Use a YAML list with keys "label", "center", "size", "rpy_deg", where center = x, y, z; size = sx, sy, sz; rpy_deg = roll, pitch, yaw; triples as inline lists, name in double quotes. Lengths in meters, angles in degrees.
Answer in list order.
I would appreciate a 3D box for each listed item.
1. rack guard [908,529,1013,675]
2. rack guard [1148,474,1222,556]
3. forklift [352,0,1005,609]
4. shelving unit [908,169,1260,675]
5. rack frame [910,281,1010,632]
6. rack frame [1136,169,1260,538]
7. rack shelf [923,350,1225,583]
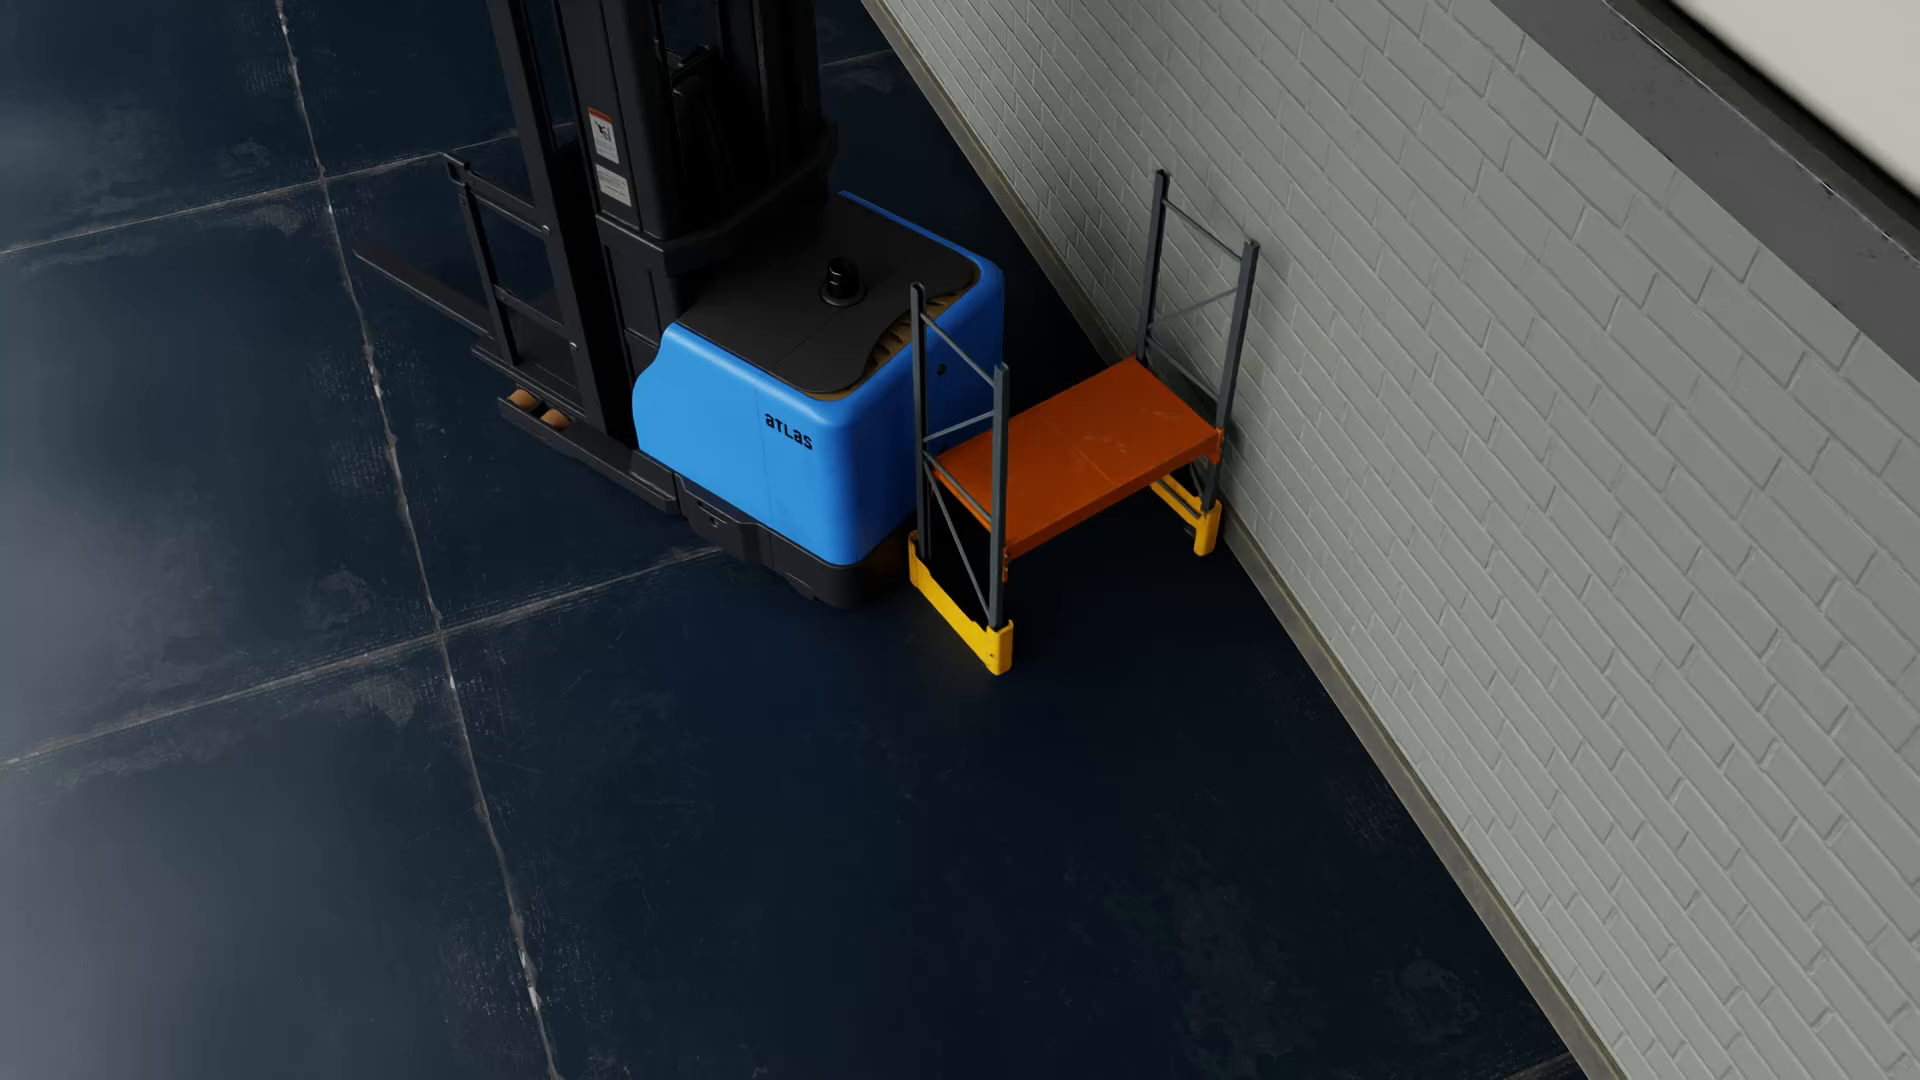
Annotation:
- label: "rack guard"
  center: [-0.002, 0.226, 6.232]
  size: [0.087, 0.250, 0.587]
  rpy_deg: [-28, 55, -22]
- label: "rack guard"
  center: [0.811, -0.211, 6.607]
  size: [0.087, 0.250, 0.587]
  rpy_deg: [-28, 55, -22]
- label: "forklift"
  center: [-1.305, -1.623, 6.053]
  size: [3.031, 2.935, 1.130]
  rpy_deg: [30, 56, 23]
- label: "shelving unit"
  center: [0.404, -0.399, 5.945]
  size: [1.083, 1.500, 0.587]
  rpy_deg: [-28, 55, -22]
- label: "rack frame"
  center: [-0.003, -0.180, 5.757]
  size: [0.032, 1.500, 0.500]
  rpy_deg: [-28, 55, -22]
- label: "rack frame"
  center: [0.826, -0.626, 6.140]
  size: [0.032, 1.500, 0.500]
  rpy_deg: [-28, 55, -22]
- label: "rack shelf"
  center: [0.412, -0.286, 6.085]
  size: [1.000, 0.185, 0.538]
  rpy_deg: [-28, 55, -22]
